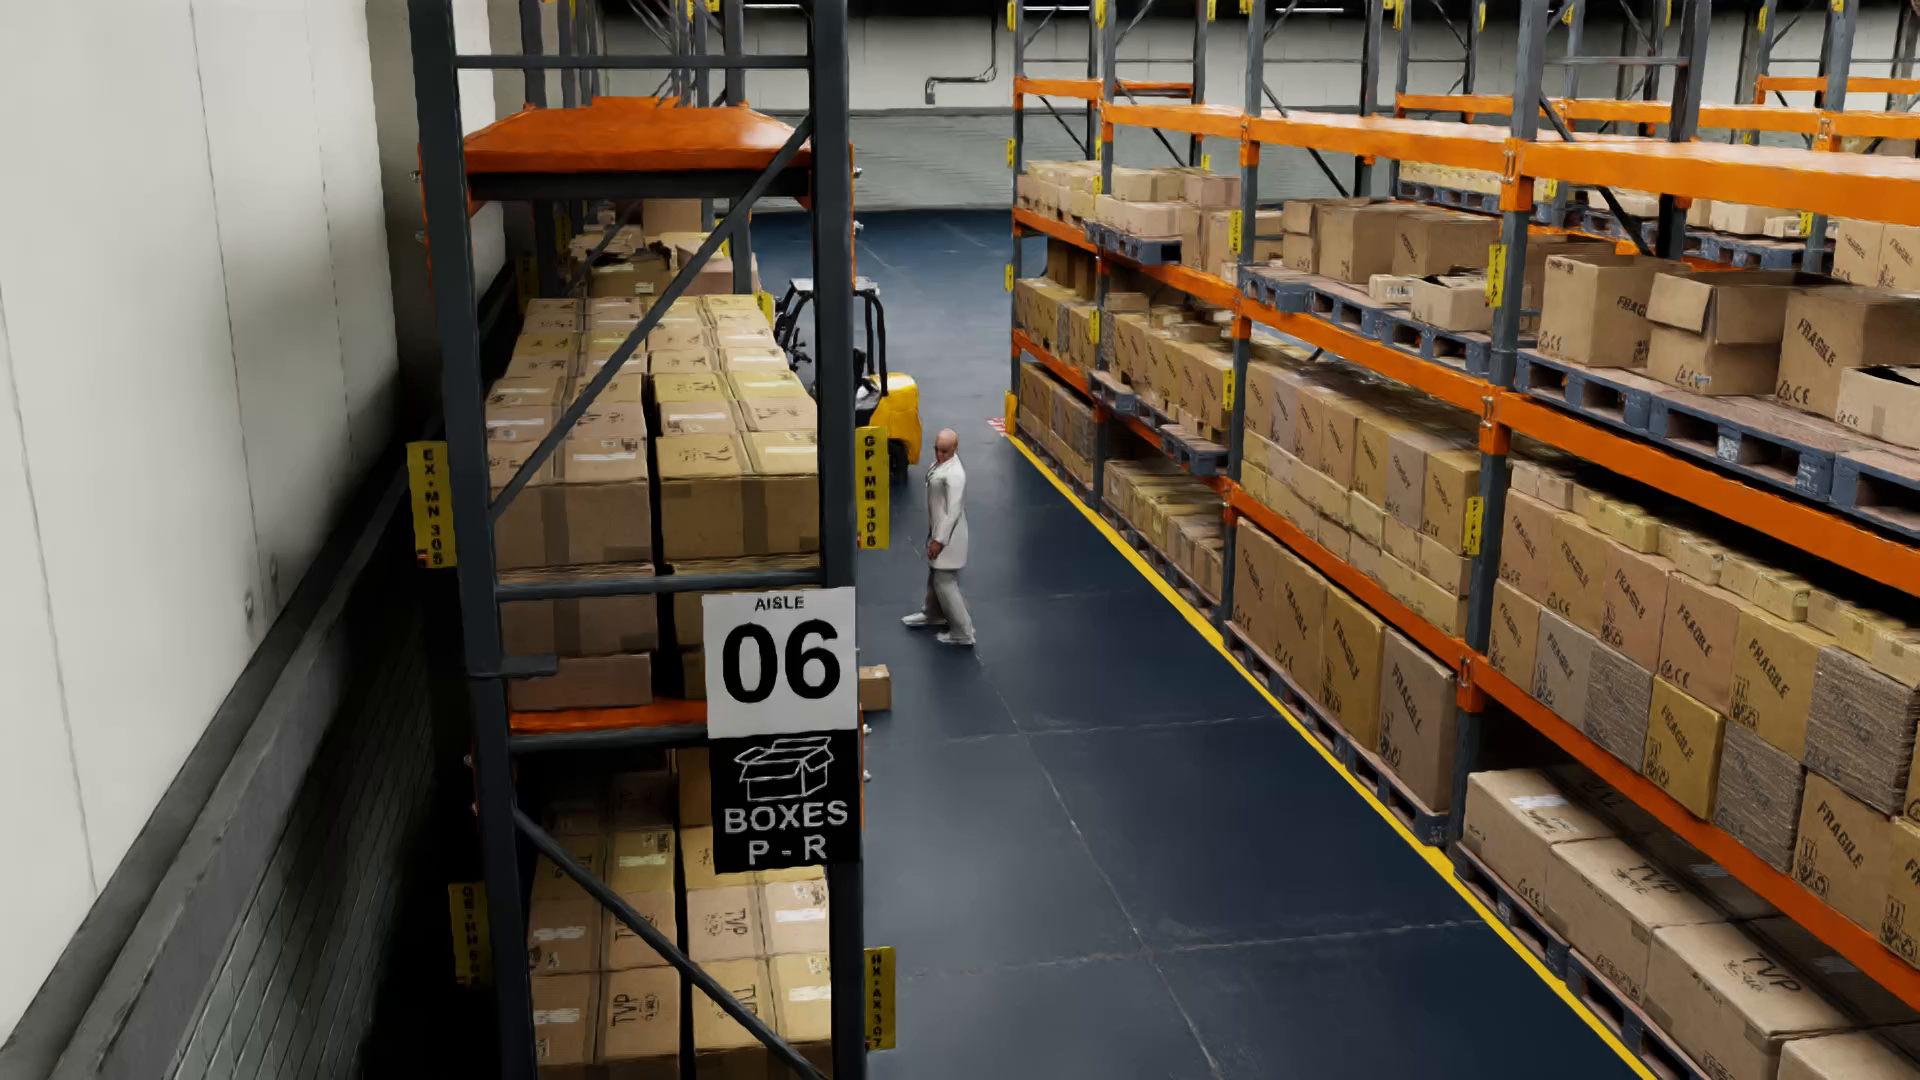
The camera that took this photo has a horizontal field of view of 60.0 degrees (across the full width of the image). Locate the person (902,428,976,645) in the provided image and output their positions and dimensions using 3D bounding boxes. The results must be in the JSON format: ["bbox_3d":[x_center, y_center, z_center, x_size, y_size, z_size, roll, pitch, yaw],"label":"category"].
[{"bbox_3d":[-0.176,-0.047,13.287,0.614,1.771,0.683,0,16,1],"label":"person"}]
